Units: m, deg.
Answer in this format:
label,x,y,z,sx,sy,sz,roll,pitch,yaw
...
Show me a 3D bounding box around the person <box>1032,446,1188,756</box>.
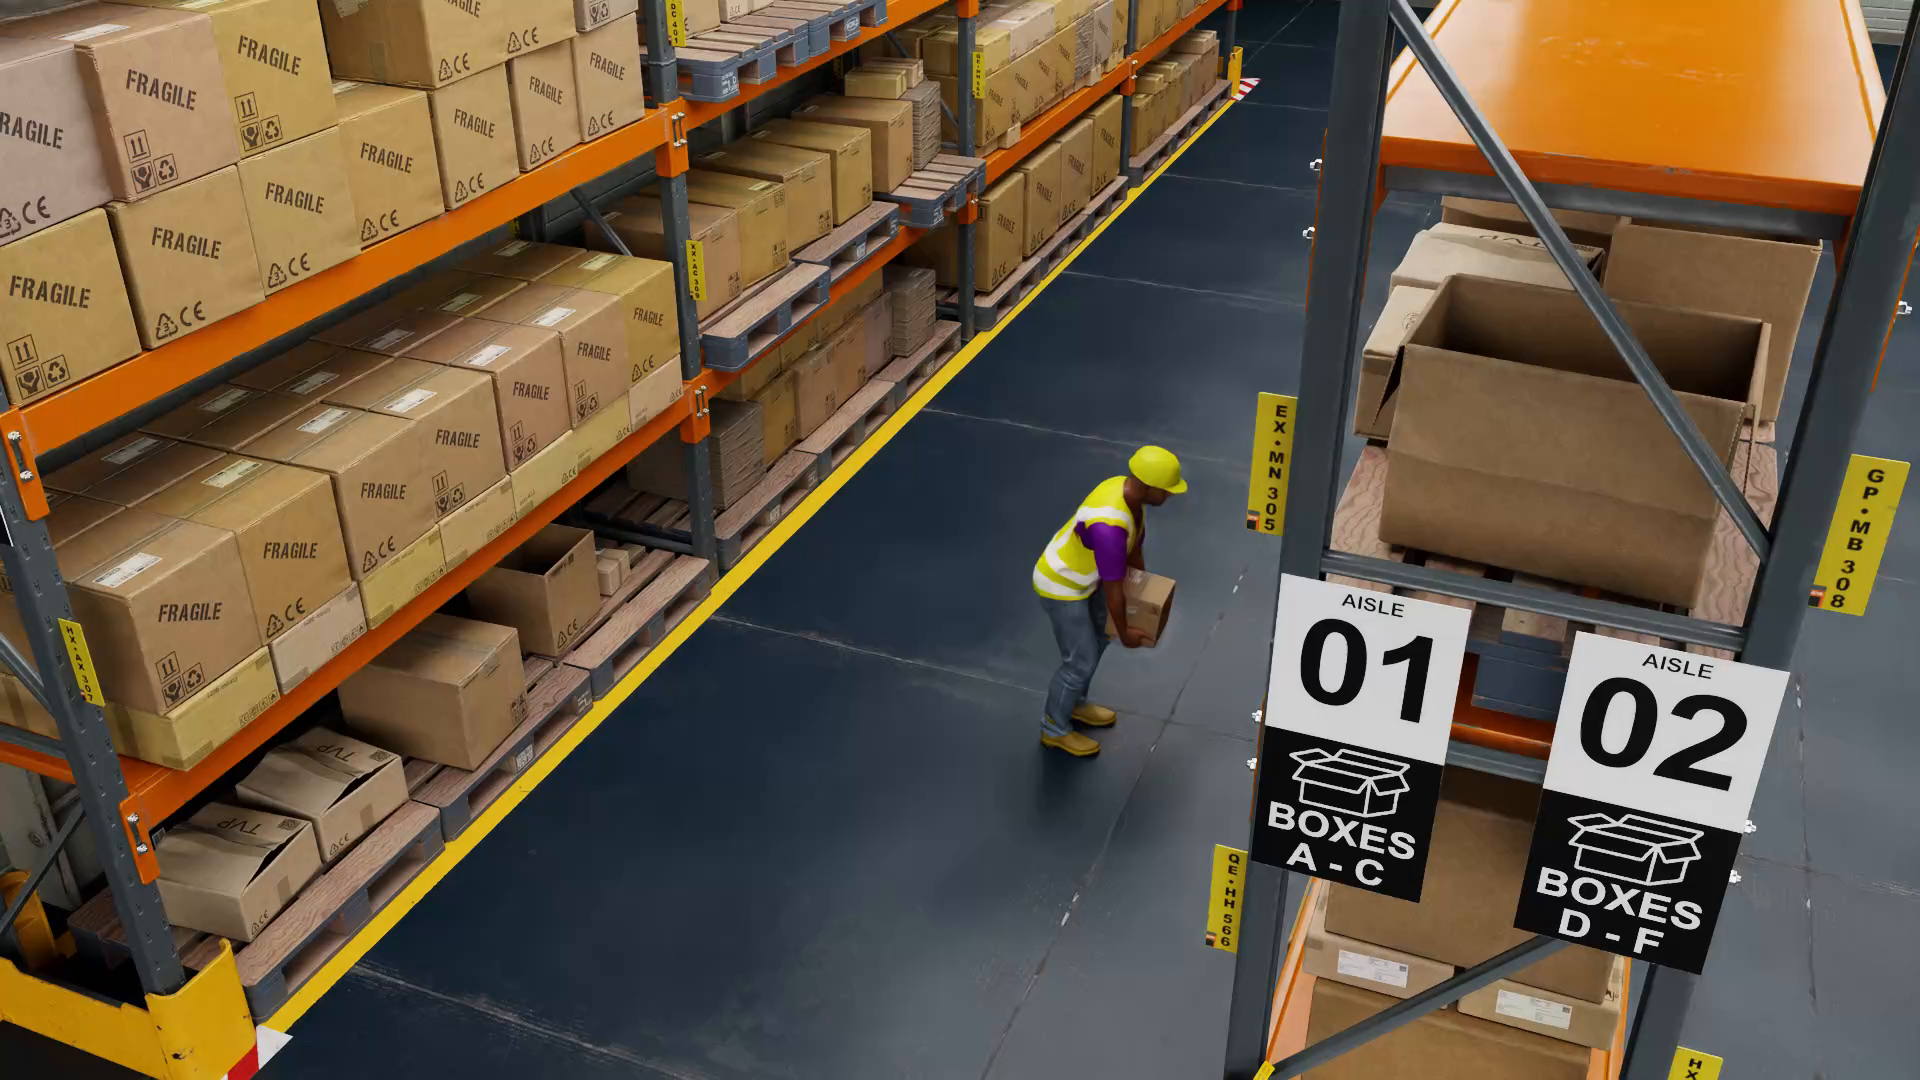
label,x,y,z,sx,sy,sz,roll,pitch,yaw
person,0.708,0.267,8.011,0.693,1.657,0.483,11,31,18
